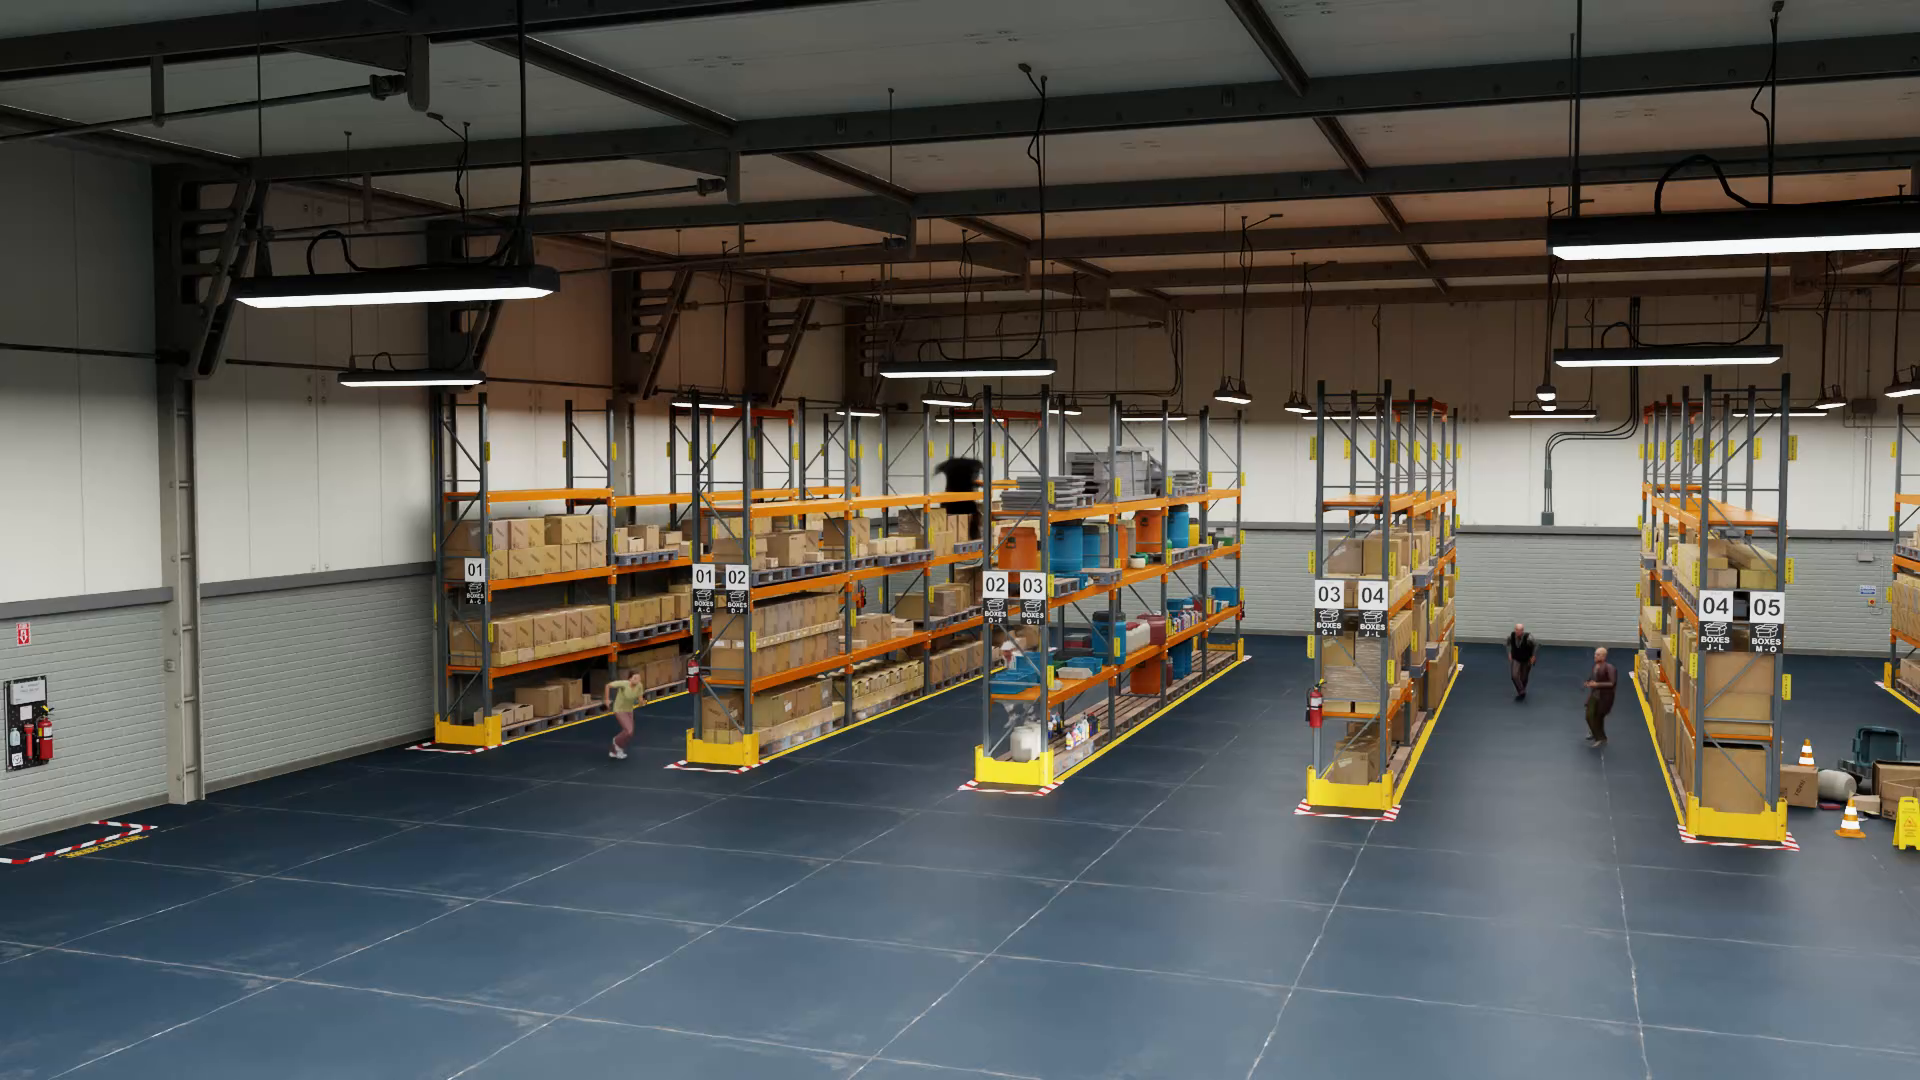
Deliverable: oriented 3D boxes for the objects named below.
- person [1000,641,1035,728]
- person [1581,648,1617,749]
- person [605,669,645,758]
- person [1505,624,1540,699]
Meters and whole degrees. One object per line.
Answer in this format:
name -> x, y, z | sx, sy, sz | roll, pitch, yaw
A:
person -> 1.039, 2.583, 30.041 | 0.684, 1.577, 1.121 | 3, 4, 43
person -> 10.887, 2.668, 28.218 | 0.753, 1.729, 0.811 | -2, 4, -34
person -> -5.432, 2.816, 26.900 | 0.829, 1.502, 0.608 | 3, 4, 43
person -> 11.416, 2.440, 33.712 | 0.667, 1.547, 0.955 | 2, 3, 29
